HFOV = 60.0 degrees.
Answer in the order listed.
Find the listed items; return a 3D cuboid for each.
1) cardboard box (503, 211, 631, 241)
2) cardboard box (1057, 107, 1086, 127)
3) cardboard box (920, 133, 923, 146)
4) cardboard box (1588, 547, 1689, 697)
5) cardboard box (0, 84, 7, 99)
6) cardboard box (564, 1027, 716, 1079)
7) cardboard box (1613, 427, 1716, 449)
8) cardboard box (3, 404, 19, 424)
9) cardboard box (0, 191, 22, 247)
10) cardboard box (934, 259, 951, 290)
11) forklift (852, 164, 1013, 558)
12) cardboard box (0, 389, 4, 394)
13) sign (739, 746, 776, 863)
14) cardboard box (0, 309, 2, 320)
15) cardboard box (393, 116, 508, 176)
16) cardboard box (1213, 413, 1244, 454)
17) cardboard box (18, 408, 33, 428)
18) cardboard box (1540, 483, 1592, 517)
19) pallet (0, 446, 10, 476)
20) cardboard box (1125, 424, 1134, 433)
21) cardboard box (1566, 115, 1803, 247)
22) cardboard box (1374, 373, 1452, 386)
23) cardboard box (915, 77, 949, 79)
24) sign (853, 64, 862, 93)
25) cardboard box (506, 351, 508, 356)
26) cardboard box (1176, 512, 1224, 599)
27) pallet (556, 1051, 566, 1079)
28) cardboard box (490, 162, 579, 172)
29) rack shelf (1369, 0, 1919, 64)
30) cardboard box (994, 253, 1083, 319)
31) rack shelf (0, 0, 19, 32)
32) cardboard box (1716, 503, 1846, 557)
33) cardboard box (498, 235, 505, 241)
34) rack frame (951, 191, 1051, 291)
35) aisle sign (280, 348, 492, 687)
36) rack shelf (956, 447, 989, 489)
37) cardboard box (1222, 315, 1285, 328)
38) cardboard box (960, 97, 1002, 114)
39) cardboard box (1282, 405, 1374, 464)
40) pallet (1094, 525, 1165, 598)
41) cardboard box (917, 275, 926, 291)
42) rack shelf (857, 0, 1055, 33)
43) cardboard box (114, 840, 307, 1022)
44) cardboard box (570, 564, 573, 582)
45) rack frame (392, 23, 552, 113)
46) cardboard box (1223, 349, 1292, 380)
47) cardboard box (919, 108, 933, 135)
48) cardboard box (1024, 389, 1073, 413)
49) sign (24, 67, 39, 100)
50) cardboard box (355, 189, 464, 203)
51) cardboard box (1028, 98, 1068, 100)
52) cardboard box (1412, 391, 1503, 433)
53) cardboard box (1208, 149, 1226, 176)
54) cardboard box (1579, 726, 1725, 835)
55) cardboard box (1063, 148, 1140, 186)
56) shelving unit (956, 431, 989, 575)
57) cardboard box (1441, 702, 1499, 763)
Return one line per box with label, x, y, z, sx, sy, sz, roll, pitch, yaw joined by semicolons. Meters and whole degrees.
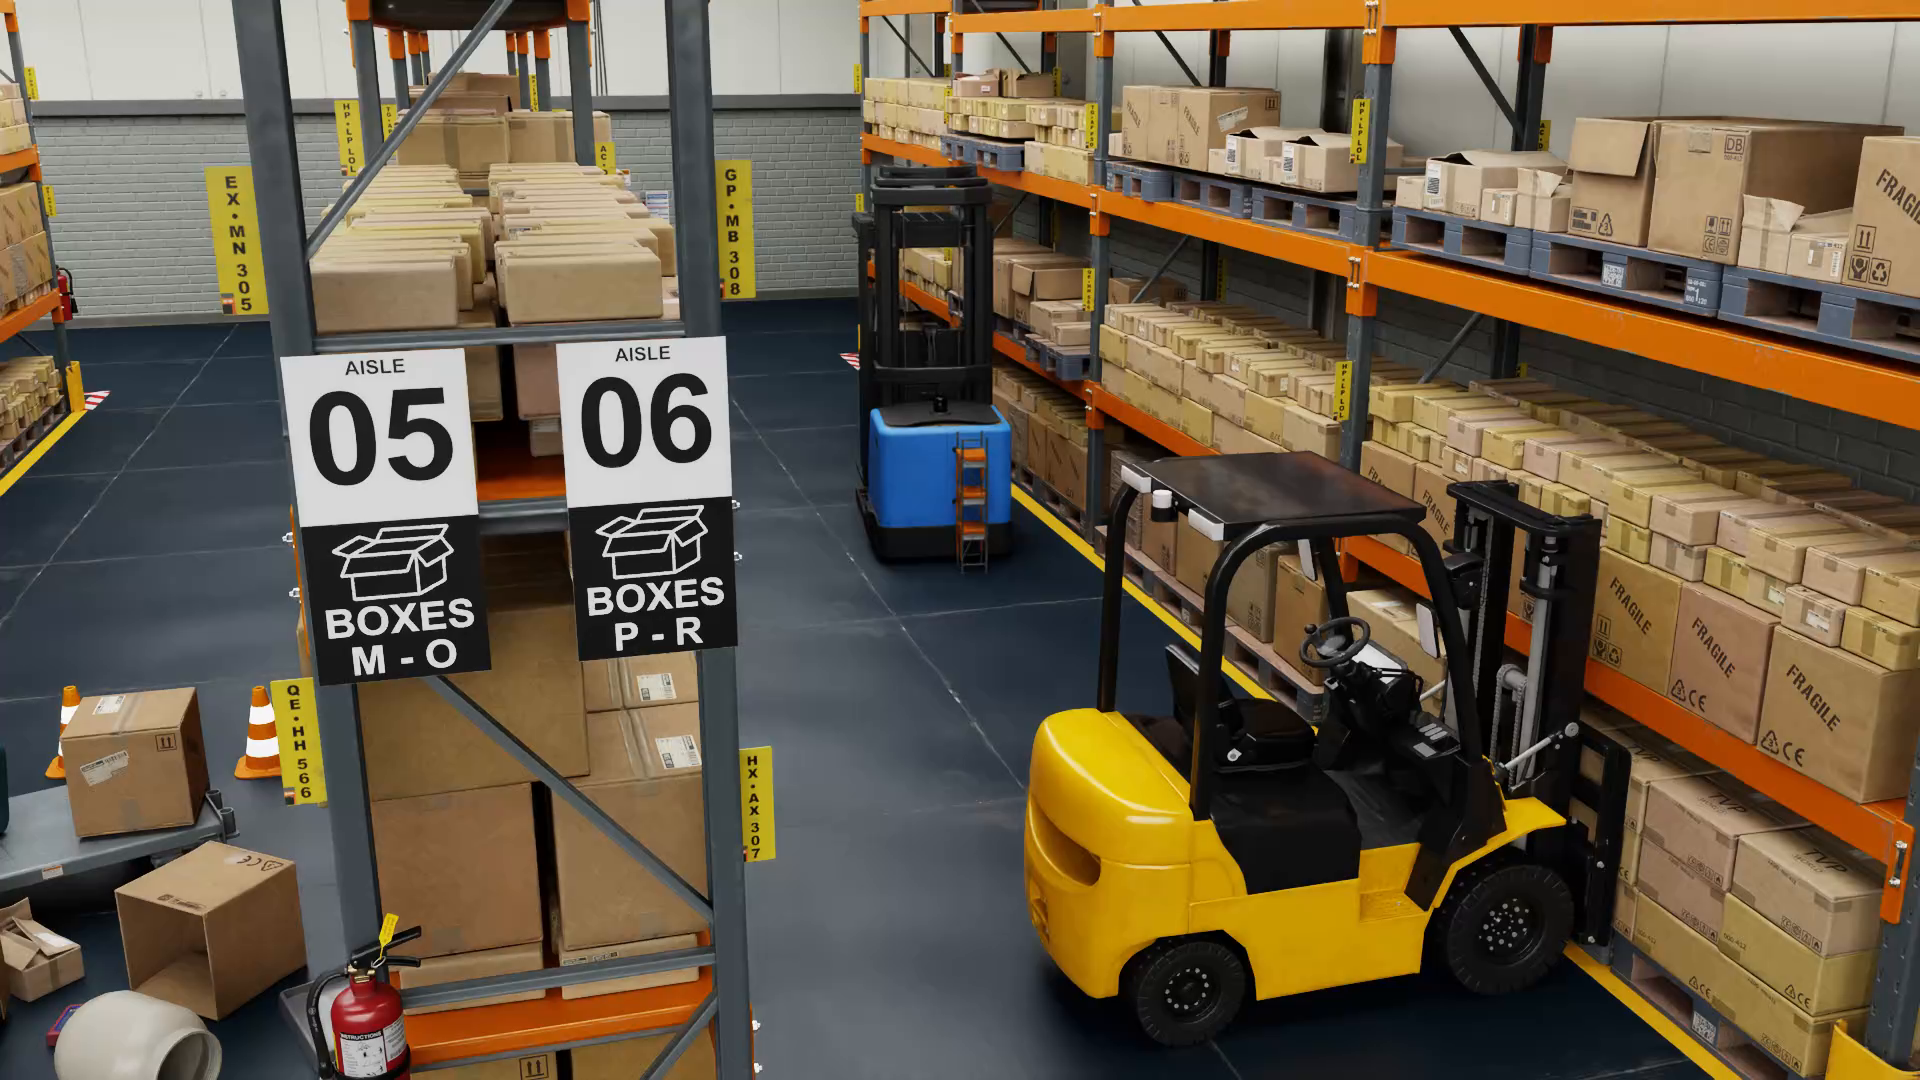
cardboard box;-1.218;-0.933;5.179;0.380;0.149;0.250;-5;17;-16
cardboard box;1.008;-3.442;13.533;0.380;0.149;0.250;-5;17;-16
cardboard box;-0.212;-4.234;17.556;0.380;0.149;0.250;-4;17;-13
cardboard box;3.044;0.316;7.012;0.500;0.500;0.500;-5;17;-16
cardboard box;-9.825;-4.500;16.703;0.380;0.149;0.250;-4;17;-14
cardboard box;-1.028;1.664;5.445;0.500;0.500;0.500;-5;18;-17
cardboard box;3.307;-0.421;7.821;0.380;0.149;0.250;-5;17;-16
cardboard box;-9.276;-1.200;15.942;0.380;0.149;0.250;-5;17;-16
cardboard box;-9.538;-3.127;16.218;0.500;0.500;0.500;-4;17;-12
cardboard box;0.035;-2.746;17.124;0.500;0.250;0.500;-4;17;-14
forklift;-0.306;-1.641;13.822;1.130;2.935;3.031;-2;17;-8
cardboard box;-9.365;-1.337;15.879;0.380;0.149;0.250;-5;18;-18
sign;-0.543;0.701;4.399;0.100;0.325;0.005;-5;17;-15
cardboard box;-9.384;-2.156;15.852;0.380;0.149;0.250;-4;17;-13
cardboard box;-2.446;-1.903;8.022;0.500;0.250;0.500;-4;17;-14
cardboard box;1.967;-0.666;10.717;0.500;0.250;0.500;-5;17;-15
cardboard box;-9.424;-1.201;16.463;0.380;0.149;0.250;-4;17;-14
cardboard box;2.848;-0.161;7.474;0.380;0.149;0.250;-5;17;-16
pallet;-9.313;-0.589;15.045;1.003;0.211;1.213;-5;17;-15
cardboard box;1.617;-1.007;14.077;0.380;0.149;0.250;-4;17;-14
cardboard box;3.042;-1.529;7.031;0.797;0.503;0.637;-4;17;-13
cardboard box;2.694;-0.892;9.907;0.380;0.149;0.250;-5;18;-17
cardboard box;-0.300;-5.306;19.564;0.500;0.250;0.500;-5;17;-17
sign;-1.212;-5.473;19.724;0.100;0.325;0.005;-5;17;-15
cardboard box;-1.451;-0.766;6.010;0.380;0.149;0.250;-5;17;-16
cardboard box;2.039;0.029;11.541;0.875;0.625;0.625;-5;18;-18
pallet;-1.607;1.909;6.730;1.003;0.211;1.213;-5;17;-15
cardboard box;-1.867;-1.575;7.319;0.380;0.149;0.250;-4;17;-14
rack shelf;3.157;-2.125;6.830;1.077;0.370;4.000;-5;17;-15
cardboard box;0.685;-2.291;14.962;0.700;0.500;0.500;-5;17;-16
rack shelf;-9.644;-4.822;15.117;1.077;0.370;4.000;-5;17;-15
cardboard box;3.213;-0.029;6.516;0.380;0.149;0.250;-5;17;-15
cardboard box;-1.363;-0.933;5.873;0.500;0.250;0.500;-4;17;-14
rack frame;0.409;-2.554;16.741;1.000;3.000;0.127;-5;17;-15
aisle sign;-1.327;-0.046;3.873;0.394;0.787;0.004;-5;17;-15
rack shelf;0.093;-0.540;12.474;0.215;0.259;0.240;-2;17;-8
cardboard box;2.119;-1.530;12.029;0.380;0.149;0.250;-5;17;-16
cardboard box;0.211;-4.076;15.610;0.380;0.149;0.250;-4;17;-14
cardboard box;2.227;-0.624;9.708;0.500;0.250;0.500;-5;17;-16
pallet;1.697;0.119;12.690;1.003;0.211;1.213;-5;17;-15
cardboard box;-0.252;-2.785;17.947;0.380;0.149;0.250;-5;17;-16
rack shelf;-0.141;-5.634;17.823;1.077;0.370;4.000;-5;17;-15
cardboard box;-3.178;1.652;7.078;0.500;0.500;0.500;7;18;23
cardboard box;-1.362;0.392;6.244;0.500;0.500;0.500;-5;17;-16
rack frame;-3.263;-3.927;10.884;1.000;3.000;0.127;-5;17;-15
cardboard box;1.921;-1.128;10.691;0.380;0.149;0.250;-5;17;-15
cardboard box;-0.117;-4.318;17.142;0.500;0.250;0.500;-5;18;-17
cardboard box;0.792;-1.248;14.880;0.380;0.149;0.250;-6;18;-18
sign;-9.654;-4.747;17.287;0.100;0.325;0.005;-5;17;-15
cardboard box;-1.981;-1.177;5.993;0.380;0.149;0.250;-5;17;-16
cardboard box;0.836;-3.977;15.281;0.380;0.149;0.250;-4;17;-14
cardboard box;2.586;-0.667;8.639;0.380;0.149;0.250;-4;17;-14
cardboard box;1.801;-2.400;10.546;0.380;0.149;0.250;-5;17;-16
cardboard box;2.986;1.020;7.154;0.500;0.250;0.500;-4;17;-15
cardboard box;1.134;-2.935;13.056;0.500;0.250;0.500;-5;18;-17
shelving unit;0.093;-0.278;12.553;0.215;1.050;0.252;-2;17;-8
cardboard box;2.711;0.972;8.181;0.500;0.250;0.500;-5;17;-16
